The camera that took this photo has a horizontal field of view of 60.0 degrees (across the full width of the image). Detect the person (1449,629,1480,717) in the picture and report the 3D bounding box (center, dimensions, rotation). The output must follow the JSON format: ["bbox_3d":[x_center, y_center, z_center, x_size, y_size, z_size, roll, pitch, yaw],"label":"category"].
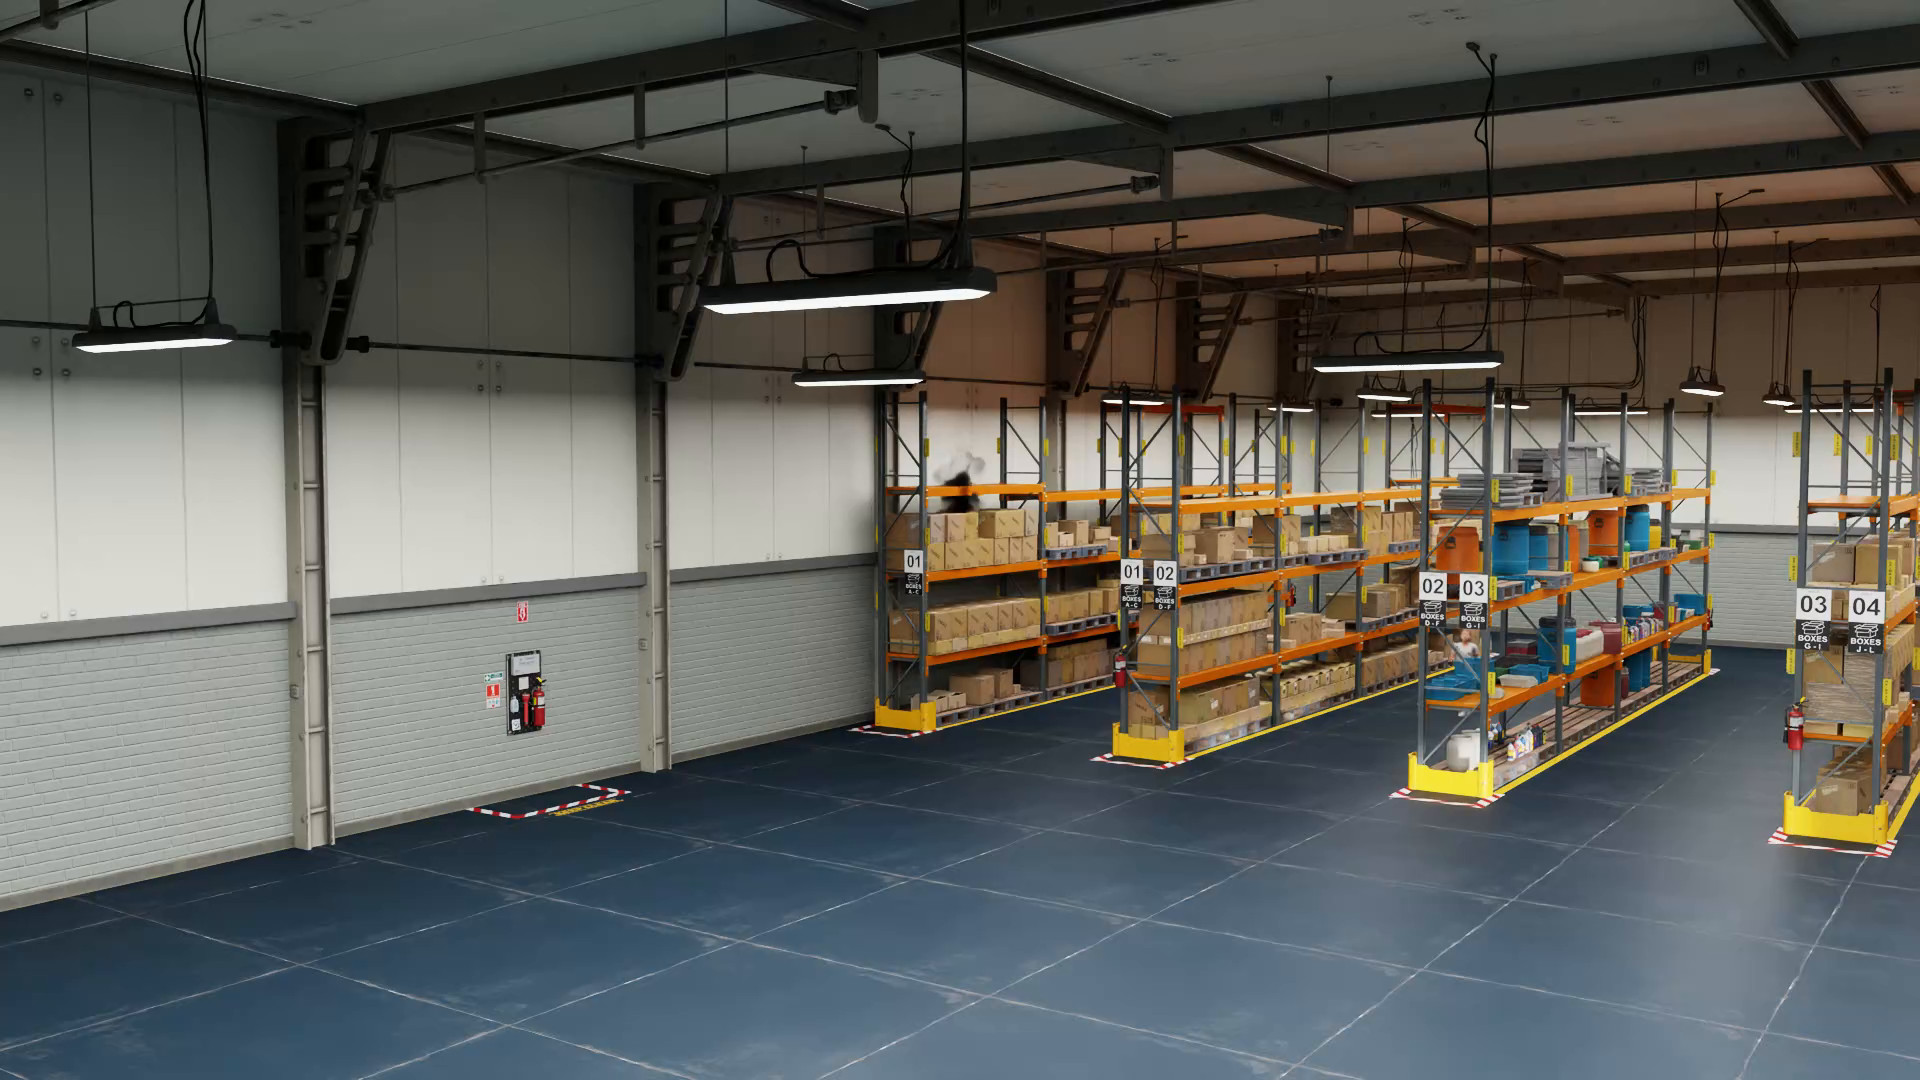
[{"bbox_3d":[9.411,2.462,31.013,0.556,1.633,0.733,1,3,21],"label":"person"}]
